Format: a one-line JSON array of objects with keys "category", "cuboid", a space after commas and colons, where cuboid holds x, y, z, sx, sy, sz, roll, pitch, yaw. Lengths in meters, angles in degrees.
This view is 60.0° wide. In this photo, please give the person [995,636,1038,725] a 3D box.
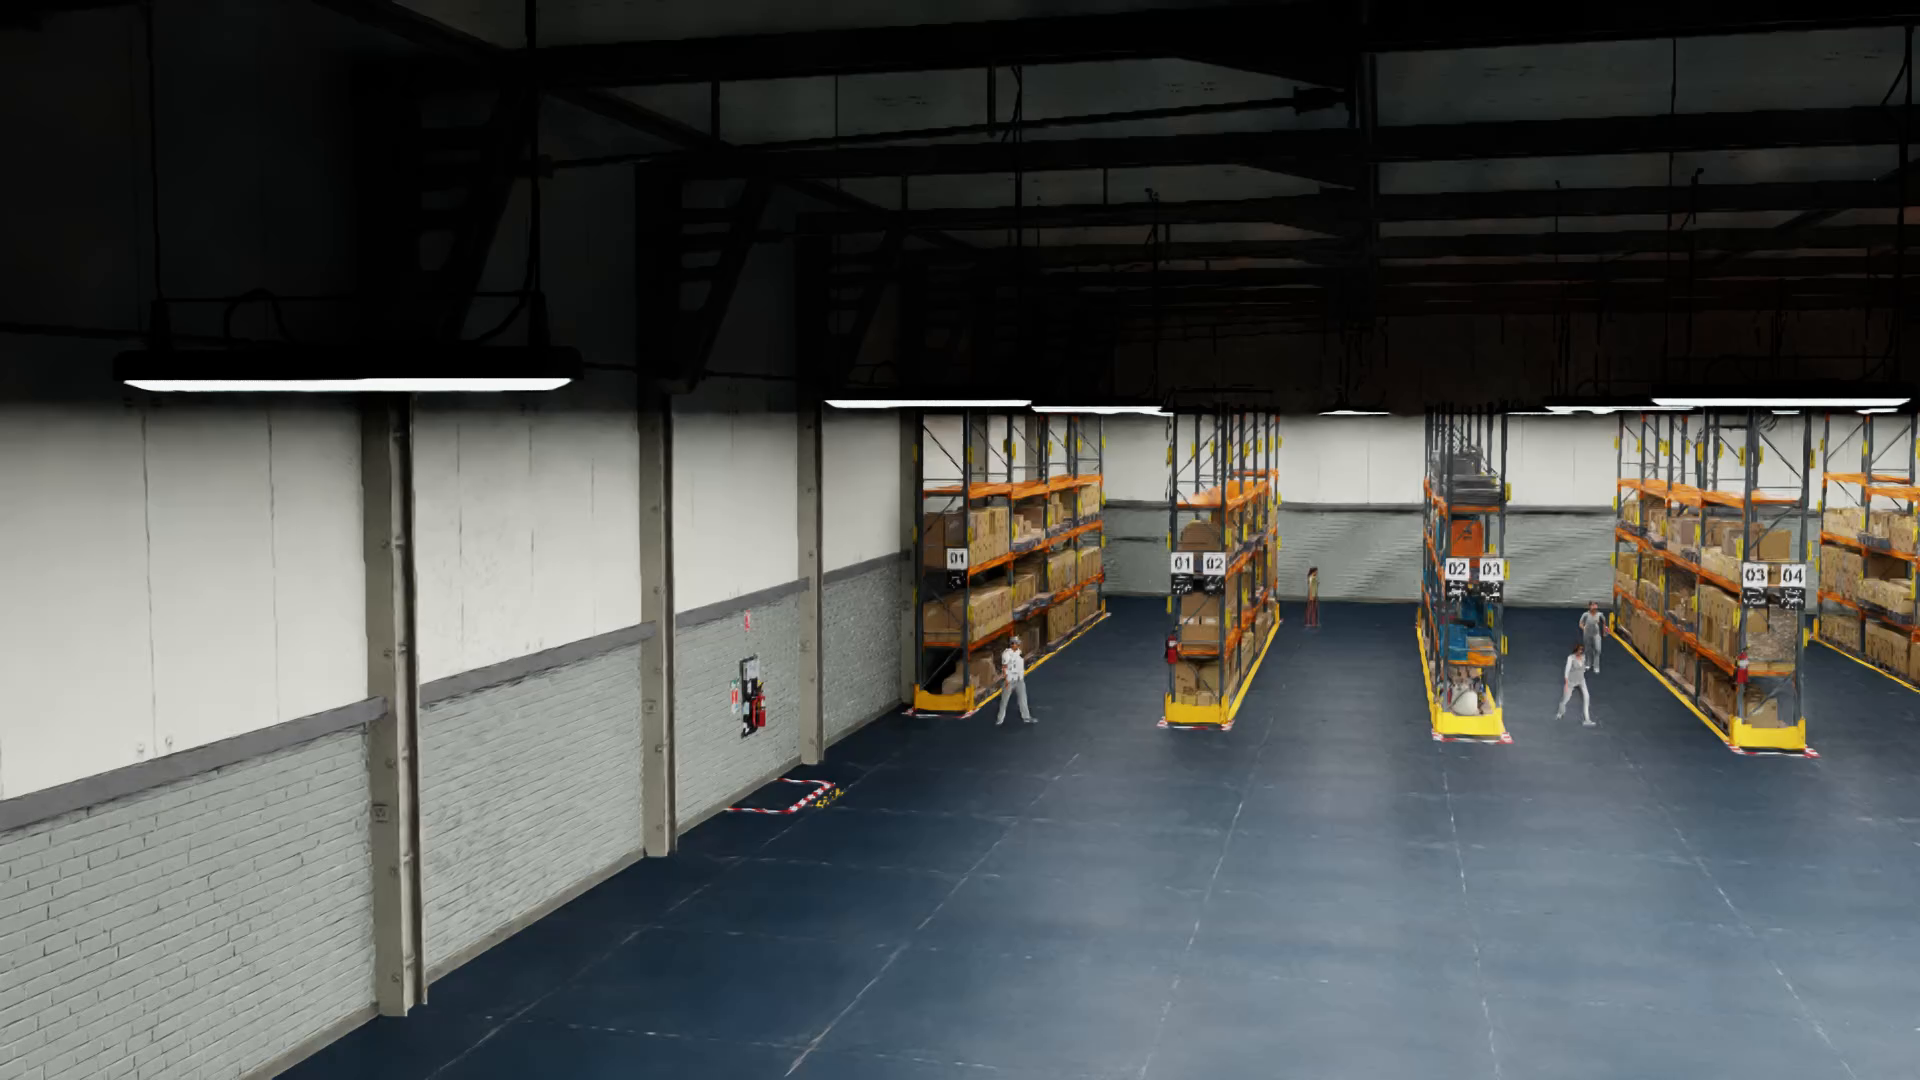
[{"category": "person", "cuboid": [1.024, 2.599, 30.990, 0.733, 1.656, 0.560, -3, 5, -40]}]

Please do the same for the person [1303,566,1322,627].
[{"category": "person", "cuboid": [9.605, 1.537, 45.290, 0.472, 1.672, 0.557, 2, 4, 20]}]

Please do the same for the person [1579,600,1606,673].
[{"category": "person", "cuboid": [14.265, 2.150, 37.514, 0.589, 1.600, 0.820, 2, 4, 20]}]

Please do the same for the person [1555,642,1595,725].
[{"category": "person", "cuboid": [11.480, 2.658, 31.043, 0.453, 1.537, 0.881, -1, 4, -9]}]
